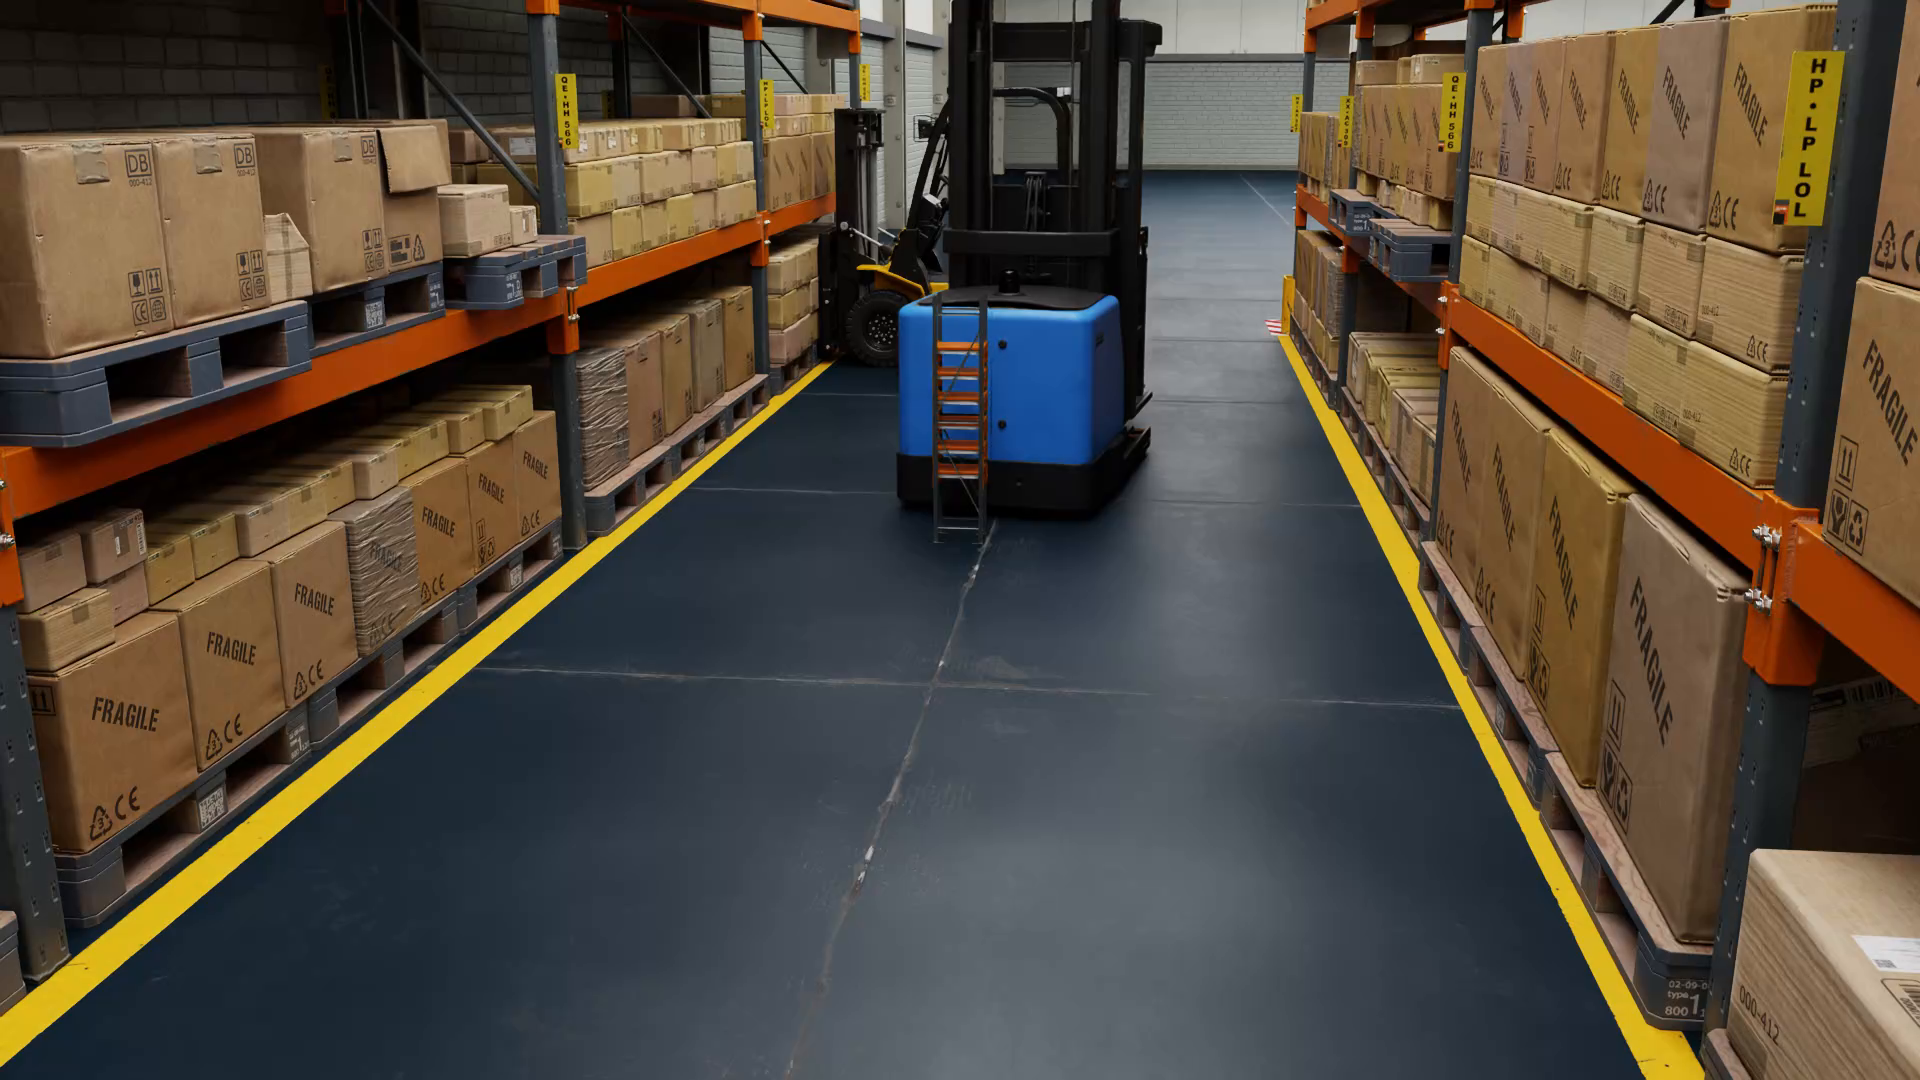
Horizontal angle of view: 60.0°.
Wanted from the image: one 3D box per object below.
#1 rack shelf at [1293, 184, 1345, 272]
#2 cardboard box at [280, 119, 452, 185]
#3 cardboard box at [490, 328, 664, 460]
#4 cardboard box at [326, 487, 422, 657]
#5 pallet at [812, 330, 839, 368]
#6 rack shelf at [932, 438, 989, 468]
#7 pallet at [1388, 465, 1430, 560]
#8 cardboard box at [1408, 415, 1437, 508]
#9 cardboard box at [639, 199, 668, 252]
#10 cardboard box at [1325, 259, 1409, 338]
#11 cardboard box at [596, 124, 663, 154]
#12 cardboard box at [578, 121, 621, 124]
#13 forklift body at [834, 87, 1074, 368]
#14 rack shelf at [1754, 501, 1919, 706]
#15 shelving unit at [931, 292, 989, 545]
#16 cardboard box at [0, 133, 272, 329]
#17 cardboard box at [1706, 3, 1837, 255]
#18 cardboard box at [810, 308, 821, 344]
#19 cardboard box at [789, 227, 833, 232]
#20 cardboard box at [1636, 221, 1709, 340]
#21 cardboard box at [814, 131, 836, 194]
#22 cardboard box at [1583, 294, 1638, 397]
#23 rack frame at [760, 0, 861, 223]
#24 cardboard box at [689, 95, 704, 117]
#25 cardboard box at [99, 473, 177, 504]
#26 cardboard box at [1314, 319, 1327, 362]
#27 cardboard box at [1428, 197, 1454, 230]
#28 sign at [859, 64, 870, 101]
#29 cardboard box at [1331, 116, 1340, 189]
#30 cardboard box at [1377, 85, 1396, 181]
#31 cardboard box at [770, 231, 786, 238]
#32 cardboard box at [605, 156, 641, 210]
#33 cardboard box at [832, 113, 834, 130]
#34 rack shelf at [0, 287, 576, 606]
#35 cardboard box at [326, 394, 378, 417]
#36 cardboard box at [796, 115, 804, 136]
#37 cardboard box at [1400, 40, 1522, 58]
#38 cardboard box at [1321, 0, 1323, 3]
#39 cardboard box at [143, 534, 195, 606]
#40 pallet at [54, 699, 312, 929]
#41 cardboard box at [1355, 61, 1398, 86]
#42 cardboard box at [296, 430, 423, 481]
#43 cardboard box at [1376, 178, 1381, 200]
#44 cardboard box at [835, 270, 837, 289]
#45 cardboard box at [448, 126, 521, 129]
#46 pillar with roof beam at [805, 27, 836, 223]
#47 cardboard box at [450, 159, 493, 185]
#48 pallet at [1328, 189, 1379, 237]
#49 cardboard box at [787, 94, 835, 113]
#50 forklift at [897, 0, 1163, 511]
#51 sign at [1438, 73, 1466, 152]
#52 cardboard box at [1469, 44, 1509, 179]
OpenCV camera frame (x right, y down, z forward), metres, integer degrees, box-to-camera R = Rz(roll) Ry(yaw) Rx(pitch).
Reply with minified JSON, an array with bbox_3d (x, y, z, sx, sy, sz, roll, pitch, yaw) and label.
[{"bbox_3d":[3.302,-2.482,12.973,1.077,0.370,4.000,2,15,6],"label":"rack shelf"},{"bbox_3d":[-2.521,-1.541,7.117,0.500,0.500,0.500,2,15,9],"label":"cardboard box"},{"bbox_3d":[-2.158,-0.806,9.141,0.875,0.625,0.625,2,15,8],"label":"cardboard box"},{"bbox_3d":[-2.305,0.102,6.022,0.500,0.500,0.500,1,15,4],"label":"cardboard box"},{"bbox_3d":[-1.590,-1.632,13.793,1.003,0.211,1.213,2,15,6],"label":"pallet"},{"bbox_3d":[0.002,-0.424,8.062,0.258,0.103,0.180,2,15,6],"label":"rack shelf"},{"bbox_3d":[2.715,-0.130,8.237,1.003,0.211,1.213,2,15,6],"label":"pallet"},{"bbox_3d":[2.699,-0.354,7.953,0.950,0.372,0.625,1,15,2],"label":"cardboard box"},{"bbox_3d":[-1.902,-1.718,9.056,0.500,0.250,0.500,1,15,4],"label":"cardboard box"},{"bbox_3d":[2.876,-1.709,11.764,0.500,0.500,0.500,1,15,5],"label":"cardboard box"},{"bbox_3d":[-1.844,-2.189,9.076,0.380,0.149,0.250,2,15,7],"label":"cardboard box"},{"bbox_3d":[-2.282,-2.469,10.112,0.380,0.149,0.250,2,15,6],"label":"cardboard box"},{"bbox_3d":[0.194,-2.538,13.428,2.313,2.155,1.214,2,15,6],"label":"forklift body"},{"bbox_3d":[1.948,0.630,1.463,1.077,0.370,4.000,2,15,6],"label":"rack shelf"},{"bbox_3d":[0.002,-0.583,8.019,0.258,1.200,0.189,2,15,6],"label":"shelving unit"},{"bbox_3d":[-2.423,-0.885,4.693,0.700,0.500,0.500,2,15,7],"label":"cardboard box"},{"bbox_3d":[1.975,-0.890,3.600,0.500,0.500,0.500,2,15,8],"label":"cardboard box"},{"bbox_3d":[-1.388,-1.713,13.213,0.500,0.250,0.500,2,15,7],"label":"cardboard box"},{"bbox_3d":[-1.199,-2.590,14.542,0.500,0.250,0.500,2,15,7],"label":"cardboard box"},{"bbox_3d":[2.031,-0.656,4.171,0.500,0.250,0.500,2,15,8],"label":"cardboard box"},{"bbox_3d":[-1.325,-3.139,13.833,0.500,0.500,0.500,1,15,5],"label":"cardboard box"},{"bbox_3d":[2.108,-0.549,4.735,0.500,0.250,0.500,1,15,5],"label":"cardboard box"},{"bbox_3d":[-1.405,-3.493,15.334,1.000,3.000,0.127,2,15,6],"label":"rack frame"},{"bbox_3d":[-2.051,-3.116,11.937,0.380,0.149,0.250,1,15,5],"label":"cardboard box"},{"bbox_3d":[-2.900,-0.131,5.642,0.380,0.149,0.250,2,15,7],"label":"cardboard box"},{"bbox_3d":[2.926,-1.486,12.373,0.500,0.250,0.500,1,15,5],"label":"cardboard box"},{"bbox_3d":[2.387,-1.518,7.707,0.380,0.149,0.250,2,15,7],"label":"cardboard box"},{"bbox_3d":[-0.867,-4.147,15.080,0.100,0.325,0.005,2,15,6],"label":"sign"},{"bbox_3d":[2.931,-2.759,11.857,0.500,0.500,0.500,2,15,8],"label":"cardboard box"},{"bbox_3d":[2.566,-2.201,8.988,0.500,0.500,0.500,1,15,4],"label":"cardboard box"},{"bbox_3d":[-1.767,-2.473,14.109,0.500,0.250,0.500,2,15,6],"label":"cardboard box"},{"bbox_3d":[-1.957,-1.825,8.495,0.500,0.250,0.500,2,15,8],"label":"cardboard box"},{"bbox_3d":[-1.255,-3.624,14.383,0.380,0.149,0.250,2,15,7],"label":"cardboard box"},{"bbox_3d":[-2.533,-0.552,5.837,1.077,0.370,4.000,2,15,6],"label":"rack shelf"},{"bbox_3d":[-2.733,-0.533,7.130,0.380,0.149,0.250,2,15,8],"label":"cardboard box"},{"bbox_3d":[-1.397,-3.158,12.659,0.380,0.149,0.250,2,15,6],"label":"cardboard box"},{"bbox_3d":[3.341,-3.093,11.177,0.700,0.500,0.500,2,15,6],"label":"cardboard box"},{"bbox_3d":[3.163,-4.460,13.644,0.380,0.149,0.250,2,15,8],"label":"cardboard box"},{"bbox_3d":[-2.482,0.084,4.848,0.380,0.149,0.250,1,15,3],"label":"cardboard box"},{"bbox_3d":[-2.705,0.753,4.973,1.003,0.211,1.213,2,15,6],"label":"pallet"},{"bbox_3d":[2.672,-2.907,10.357,0.380,0.149,0.250,2,15,6],"label":"cardboard box"},{"bbox_3d":[-2.288,-0.321,6.346,0.380,0.149,0.250,1,15,5],"label":"cardboard box"},{"bbox_3d":[2.636,-2.052,9.682,0.380,0.149,0.250,2,15,7],"label":"cardboard box"},{"bbox_3d":[-1.254,-2.210,14.095,0.500,0.250,0.500,1,15,5],"label":"cardboard box"},{"bbox_3d":[-2.505,-2.072,8.645,0.380,0.149,0.250,1,15,5],"label":"cardboard box"},{"bbox_3d":[2.576,-7.665,19.268,9.100,9.000,0.400,2,15,6],"label":"pillar with roof beam"},{"bbox_3d":[-2.533,-1.712,8.076,0.500,0.250,0.500,2,15,8],"label":"cardboard box"},{"bbox_3d":[2.846,-2.024,10.268,1.003,0.211,1.213,2,15,6],"label":"pallet"},{"bbox_3d":[-1.256,-3.632,13.845,0.380,0.149,0.250,2,15,8],"label":"cardboard box"},{"bbox_3d":[0.536,-1.903,9.584,1.130,2.935,3.031,4,16,14],"label":"forklift"},{"bbox_3d":[2.085,-1.807,7.033,0.100,0.325,0.005,2,15,6],"label":"sign"},{"bbox_3d":[2.326,-1.683,6.534,0.500,0.500,0.500,1,15,4],"label":"cardboard box"}]
